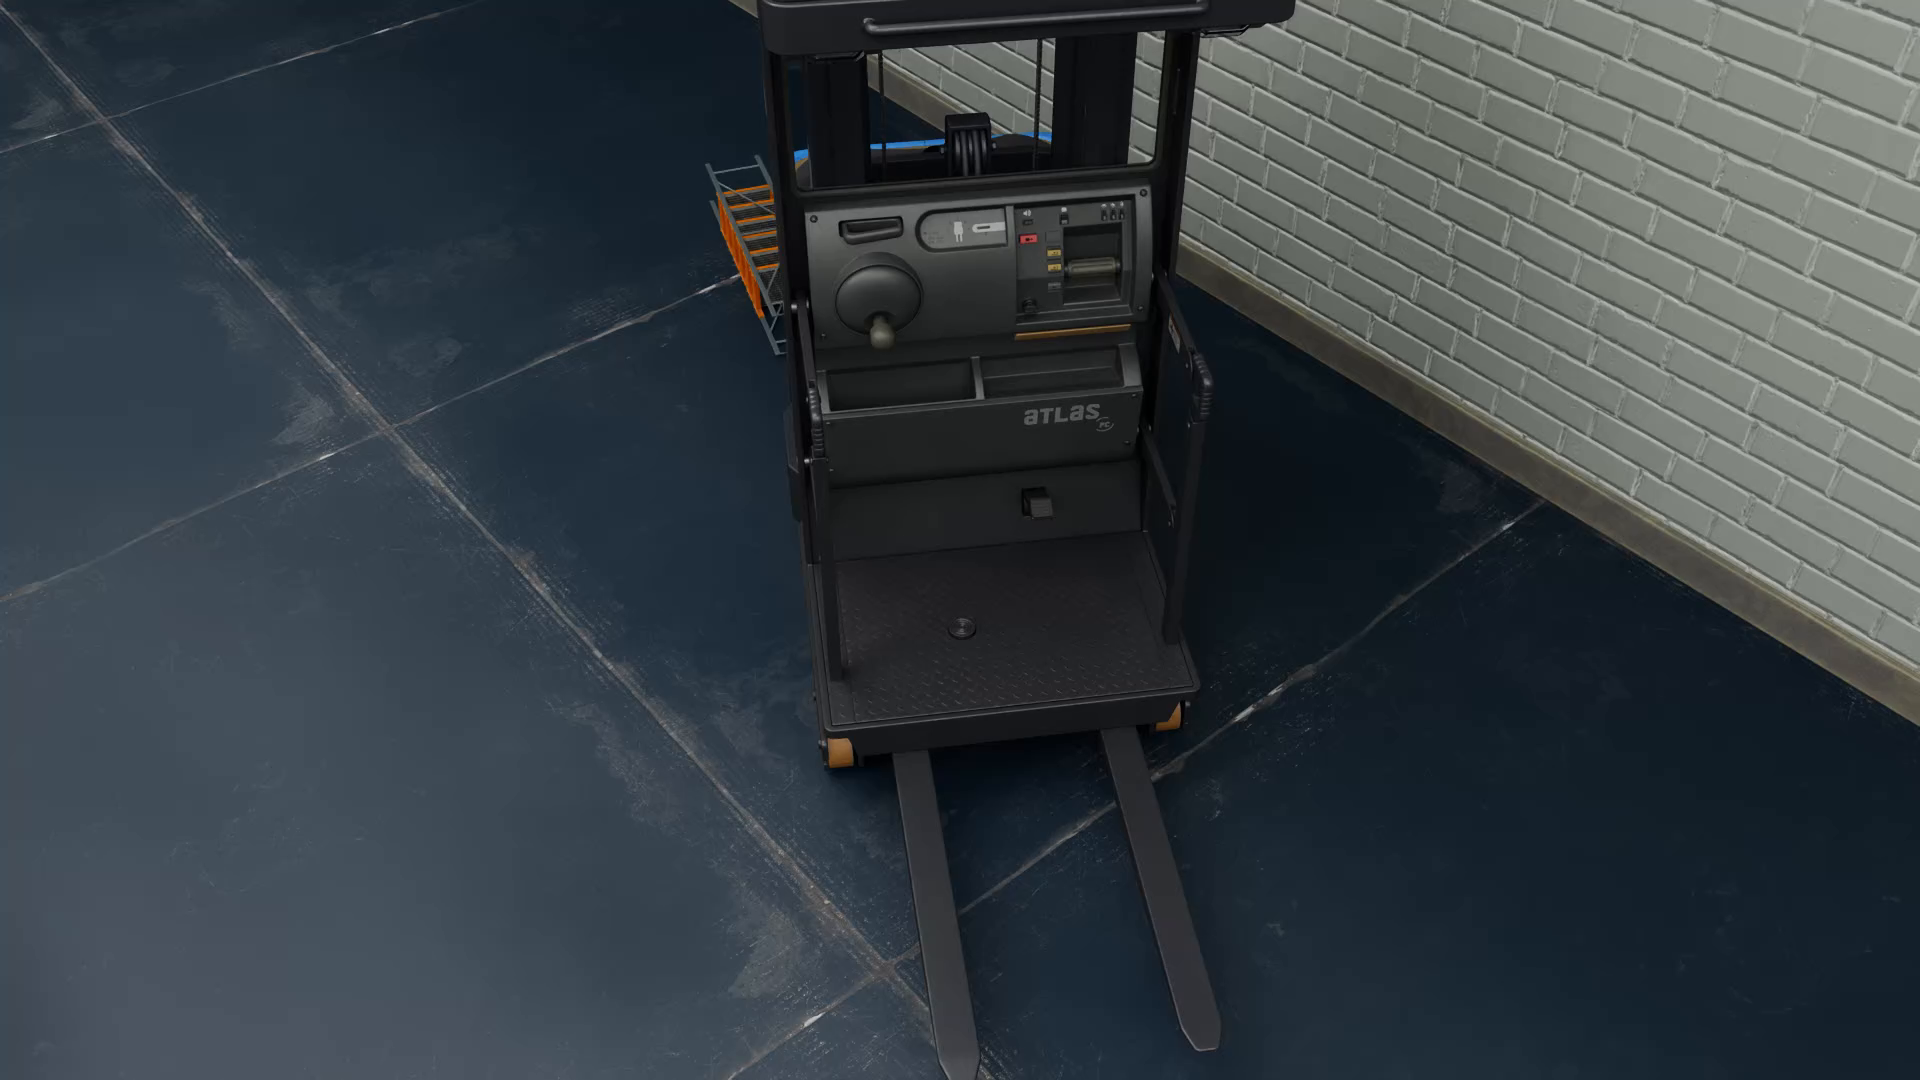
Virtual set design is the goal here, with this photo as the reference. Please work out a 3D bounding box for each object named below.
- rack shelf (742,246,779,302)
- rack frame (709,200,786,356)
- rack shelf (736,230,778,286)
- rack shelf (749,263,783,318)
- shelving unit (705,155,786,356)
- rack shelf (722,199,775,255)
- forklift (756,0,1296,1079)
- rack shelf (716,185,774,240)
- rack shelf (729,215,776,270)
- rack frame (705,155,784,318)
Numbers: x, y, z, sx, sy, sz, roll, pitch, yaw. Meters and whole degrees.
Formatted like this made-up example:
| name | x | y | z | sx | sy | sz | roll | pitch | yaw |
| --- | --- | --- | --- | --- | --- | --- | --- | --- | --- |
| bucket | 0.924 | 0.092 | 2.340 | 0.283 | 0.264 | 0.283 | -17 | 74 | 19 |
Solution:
| name | x | y | z | sx | sy | sz | roll | pitch | yaw |
| --- | --- | --- | --- | --- | --- | --- | --- | --- | --- |
| rack shelf | -0.746 | -1.096 | 6.772 | 0.258 | 0.180 | 0.103 | -13 | 44 | -14 |
| rack frame | -0.799 | -1.134 | 6.948 | 0.240 | 0.006 | 1.200 | -13 | 44 | -14 |
| rack shelf | -0.785 | -1.173 | 6.855 | 0.258 | 0.180 | 0.103 | -13 | 44 | -14 |
| rack shelf | -0.708 | -1.018 | 6.689 | 0.258 | 0.180 | 0.103 | -13 | 44 | -14 |
| shelving unit | -0.799 | -1.202 | 6.886 | 0.258 | 0.189 | 1.200 | -13 | 44 | -14 |
| rack shelf | -0.862 | -1.327 | 7.022 | 0.258 | 0.180 | 0.103 | -13 | 44 | -14 |
| forklift | 0.090 | -0.647 | 4.297 | 1.130 | 2.935 | 3.031 | -6 | 44 | -6 |
| rack shelf | -0.901 | -1.405 | 7.105 | 0.258 | 0.180 | 0.103 | -13 | 44 | -14 |
| rack shelf | -0.824 | -1.250 | 6.939 | 0.258 | 0.180 | 0.103 | -13 | 44 | -14 |
| rack frame | -0.799 | -1.269 | 6.824 | 0.240 | 0.006 | 1.200 | -13 | 44 | -14 |
